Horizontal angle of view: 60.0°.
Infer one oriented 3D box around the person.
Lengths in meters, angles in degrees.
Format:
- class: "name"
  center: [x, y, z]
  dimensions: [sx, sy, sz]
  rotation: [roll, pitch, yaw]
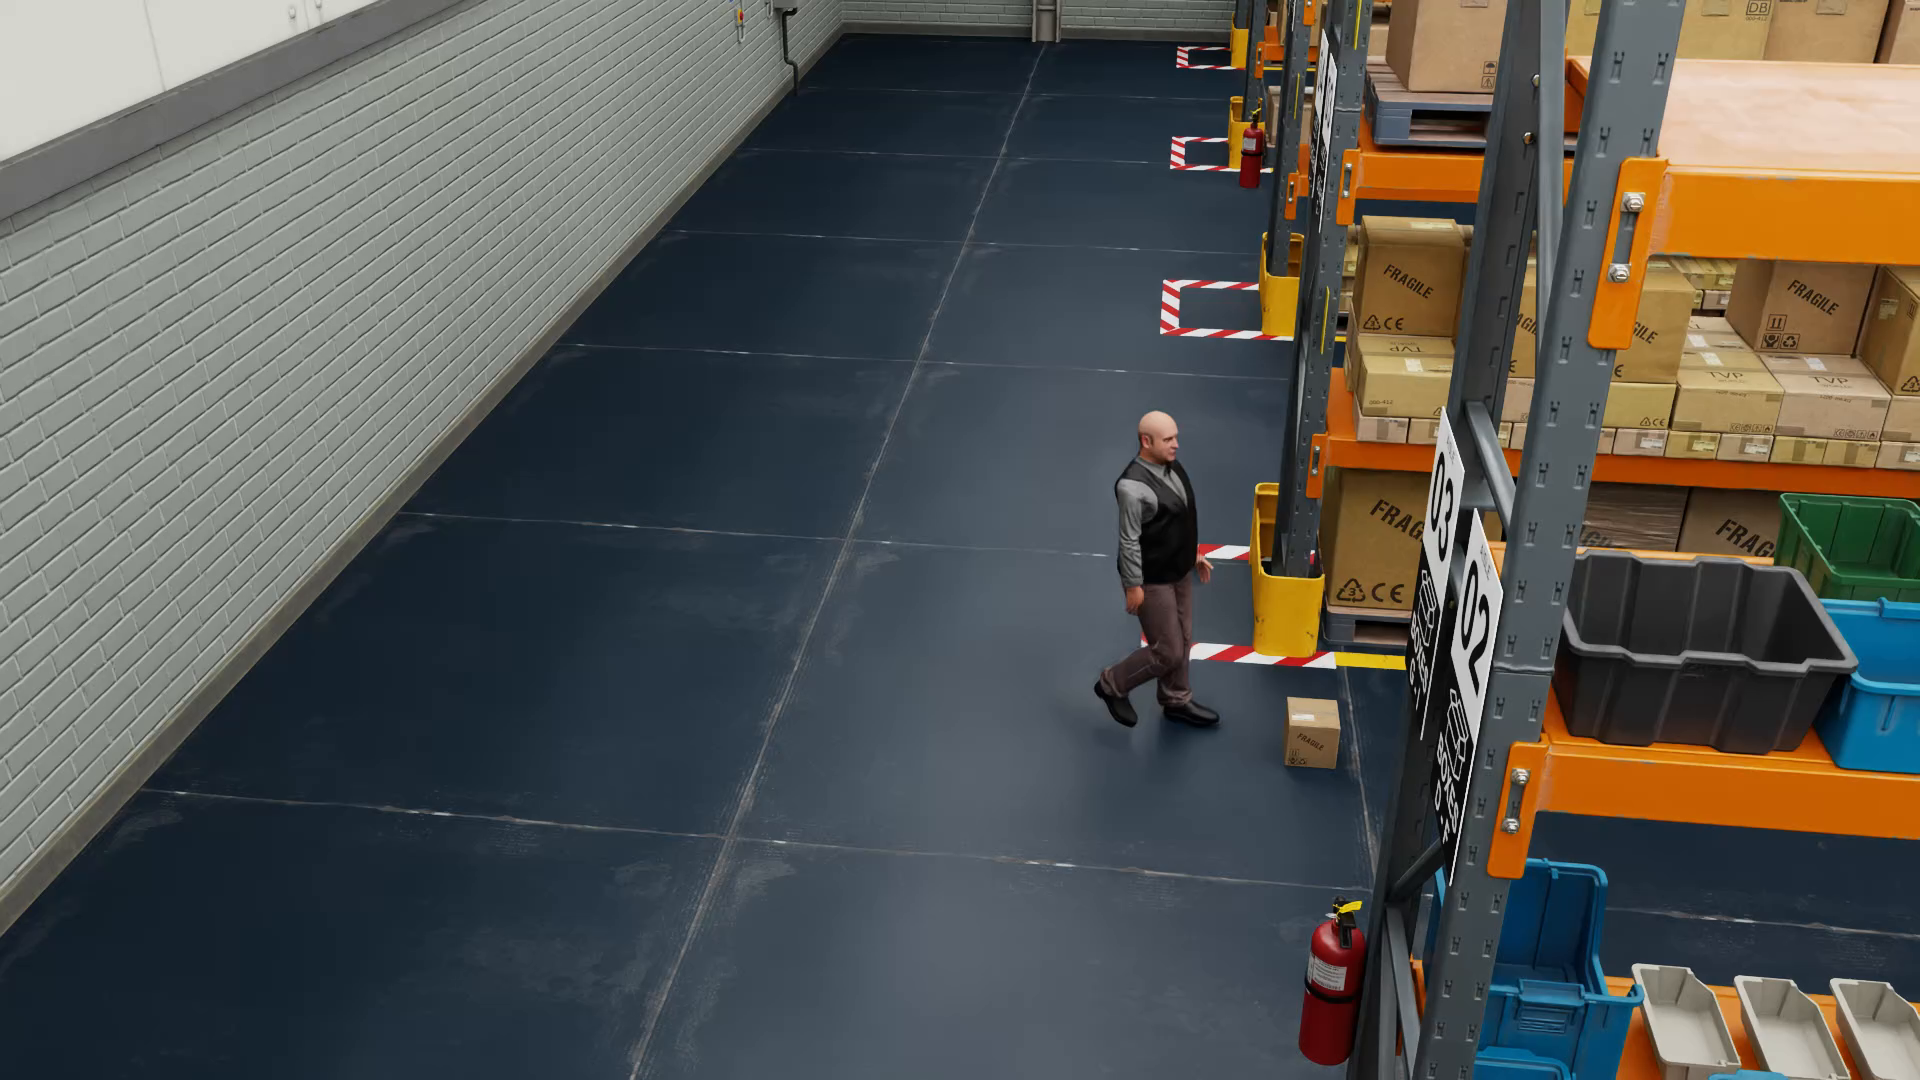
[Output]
- class: "person"
  center: [1.031, 0.178, 8.288]
  dimensions: [0.603, 1.711, 0.558]
  rotation: [15, 32, 26]
